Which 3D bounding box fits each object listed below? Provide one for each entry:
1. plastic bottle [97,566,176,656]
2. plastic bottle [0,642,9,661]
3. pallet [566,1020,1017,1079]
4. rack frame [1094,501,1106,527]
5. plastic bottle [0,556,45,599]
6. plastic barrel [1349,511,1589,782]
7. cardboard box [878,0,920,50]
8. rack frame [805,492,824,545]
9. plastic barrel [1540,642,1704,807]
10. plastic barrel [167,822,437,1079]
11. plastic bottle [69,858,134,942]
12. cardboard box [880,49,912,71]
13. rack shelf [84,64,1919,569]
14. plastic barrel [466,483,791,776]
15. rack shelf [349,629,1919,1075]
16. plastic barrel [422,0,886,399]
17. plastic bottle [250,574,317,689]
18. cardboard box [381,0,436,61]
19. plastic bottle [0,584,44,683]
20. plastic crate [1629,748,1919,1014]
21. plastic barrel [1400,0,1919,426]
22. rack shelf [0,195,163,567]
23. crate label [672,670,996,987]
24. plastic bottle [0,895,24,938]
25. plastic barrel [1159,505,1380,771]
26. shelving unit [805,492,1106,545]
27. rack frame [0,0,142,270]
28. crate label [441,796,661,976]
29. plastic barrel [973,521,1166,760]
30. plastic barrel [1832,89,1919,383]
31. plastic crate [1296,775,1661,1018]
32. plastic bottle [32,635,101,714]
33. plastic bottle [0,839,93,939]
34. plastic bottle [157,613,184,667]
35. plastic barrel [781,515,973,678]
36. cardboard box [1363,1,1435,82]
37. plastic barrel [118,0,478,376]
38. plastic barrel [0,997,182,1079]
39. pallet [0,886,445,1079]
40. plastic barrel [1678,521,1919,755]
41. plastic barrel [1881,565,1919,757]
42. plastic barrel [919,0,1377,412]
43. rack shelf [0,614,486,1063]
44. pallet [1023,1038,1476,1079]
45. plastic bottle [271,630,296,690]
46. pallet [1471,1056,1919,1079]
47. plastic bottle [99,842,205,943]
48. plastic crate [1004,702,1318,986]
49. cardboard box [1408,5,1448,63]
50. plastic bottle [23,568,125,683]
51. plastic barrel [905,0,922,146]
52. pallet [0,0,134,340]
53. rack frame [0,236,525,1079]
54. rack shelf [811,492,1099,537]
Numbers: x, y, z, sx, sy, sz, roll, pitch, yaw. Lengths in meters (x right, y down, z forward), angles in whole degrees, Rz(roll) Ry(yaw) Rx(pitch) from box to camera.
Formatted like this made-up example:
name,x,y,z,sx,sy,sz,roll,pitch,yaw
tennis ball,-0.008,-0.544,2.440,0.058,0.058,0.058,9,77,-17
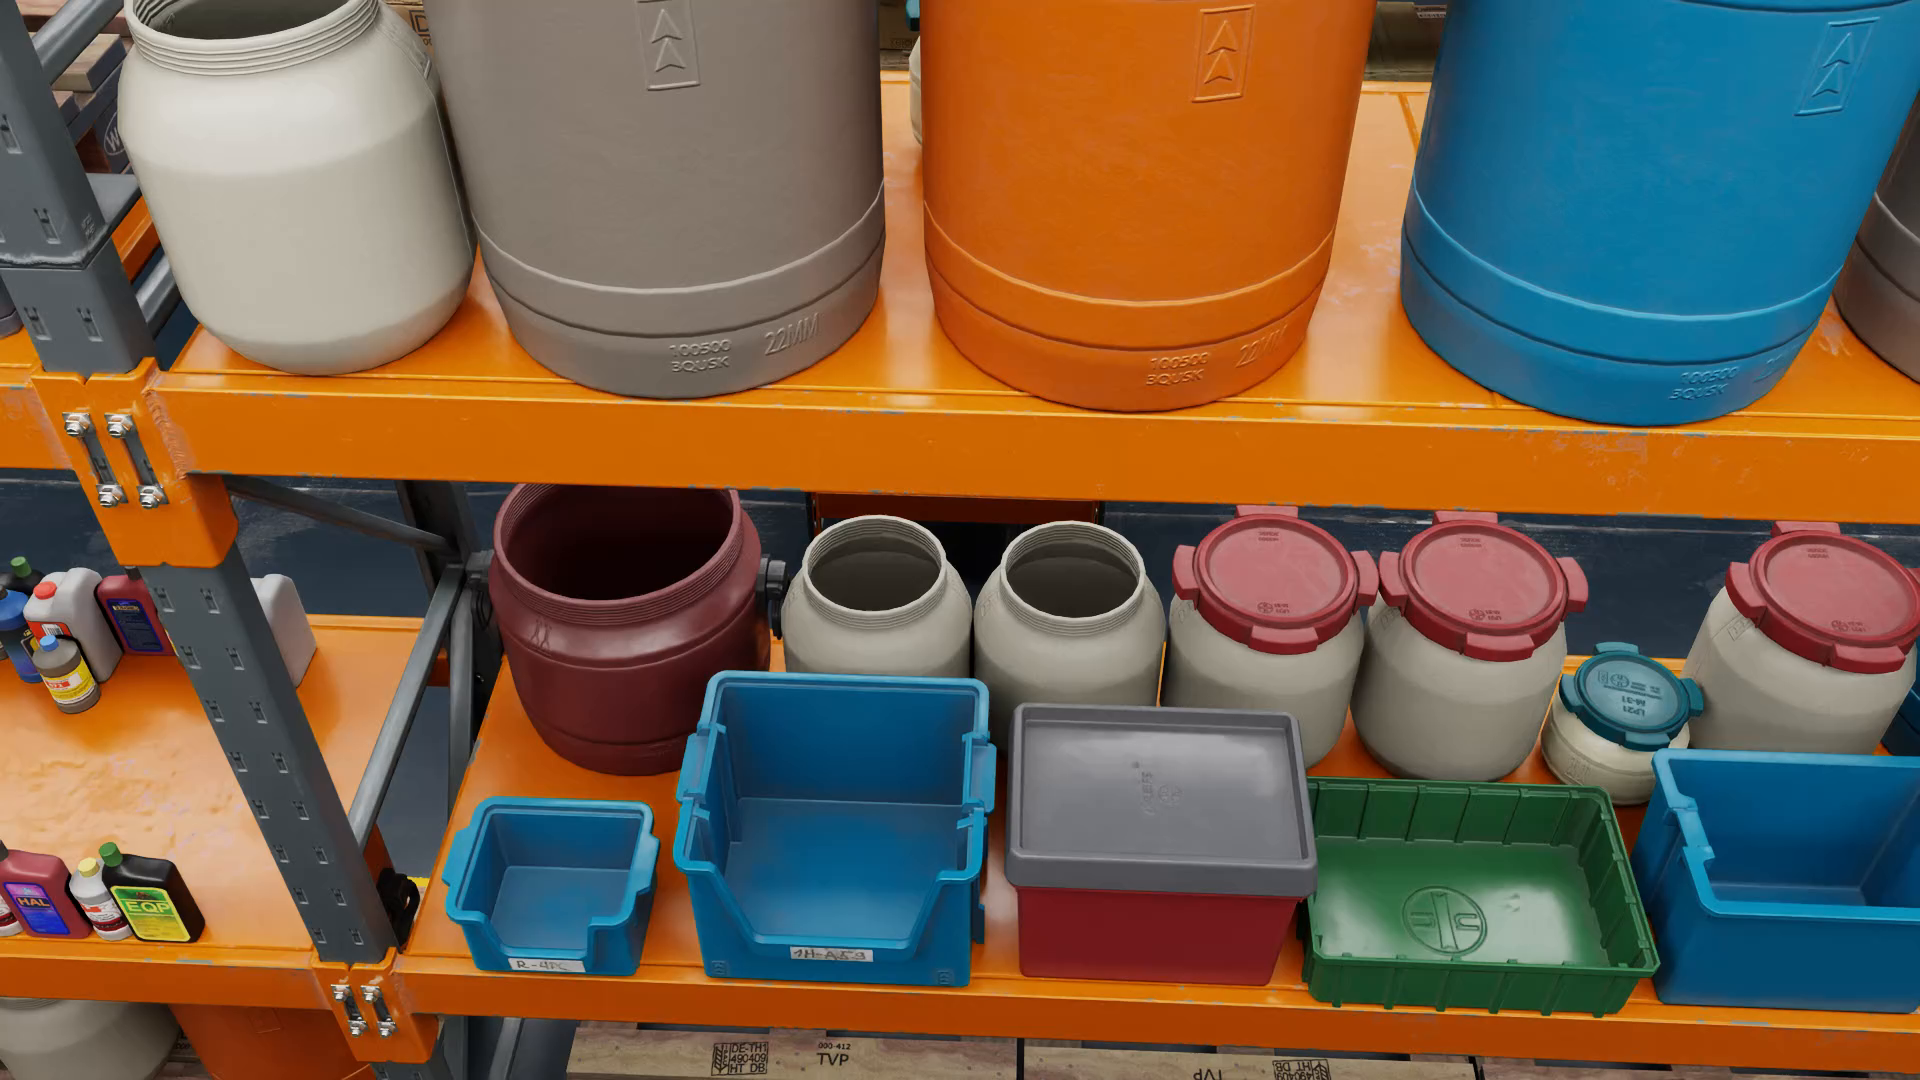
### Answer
name,x,y,z,sx,sy,sz,roll,pitch,yaw
plastic bottle,-1.963,0.160,3.963,0.133,0.283,0.061,2,43,2
plastic bottle,-2.347,0.191,3.990,0.097,0.201,0.097,0,43,0
pallet,-0.447,1.462,4.525,1.213,0.211,1.003,2,43,2
rack frame,0.501,-0.396,5.850,0.032,1.125,0.500,2,43,2
plastic bottle,-2.231,0.152,3.972,0.133,0.283,0.061,2,43,2
plastic barrel,1.098,0.264,3.667,0.433,0.535,0.433,0,43,0
cardboard box,-0.326,-2.501,7.695,0.500,0.250,0.500,3,43,4
rack frame,-0.515,-0.427,5.884,0.032,1.125,0.500,2,43,2
plastic barrel,1.461,0.420,3.700,0.301,0.262,0.301,0,43,0
plastic barrel,-1.709,1.029,4.229,0.708,0.830,0.600,2,43,2
plastic bottle,-1.757,0.727,3.415,0.097,0.201,0.097,0,43,0
cardboard box,-0.326,-2.220,7.944,0.500,0.500,0.700,0,43,0
rack shelf,0.779,-0.381,2.786,4.000,0.370,1.077,2,43,2
plastic barrel,-0.742,0.150,3.788,0.708,0.536,0.600,2,43,2
rack shelf,0.779,0.717,3.808,4.000,0.370,1.077,2,43,2
plastic barrel,-0.409,-0.716,2.250,0.600,0.901,0.600,0,43,0
plastic bottle,-1.637,0.204,3.922,0.135,0.276,0.152,2,43,2
cardboard box,-2.575,-2.425,7.903,0.875,0.875,1.225,2,43,2
plastic bottle,-2.217,0.211,3.918,0.097,0.271,0.097,0,43,0
plastic crate,1.661,0.699,3.311,0.575,0.384,0.392,2,43,2
plastic barrel,0.952,-0.674,2.205,0.708,0.901,0.600,2,43,2
rack shelf,-3.217,-0.504,2.917,4.000,0.370,1.077,2,43,2
crate label,-0.239,0.594,3.386,0.616,0.435,0.502,2,43,2
plastic bottle,-1.988,0.720,3.423,0.097,0.201,0.097,0,43,0
plastic barrel,0.666,0.250,3.681,0.433,0.535,0.433,0,43,0
shelving unit,-0.007,-0.412,5.867,1.048,1.125,0.538,2,43,2
rack frame,-1.219,-1.803,1.584,0.127,3.000,1.000,2,43,2
crate label,-0.815,0.721,3.398,0.416,0.233,0.303,2,43,2
plastic barrel,0.239,0.250,3.699,0.421,0.512,0.421,0,43,0
plastic barrel,1.605,-0.654,2.183,0.600,0.901,0.600,0,43,0
plastic crate,1.024,0.731,3.420,0.662,0.188,0.450,2,43,2
plastic bottle,-2.086,0.303,3.870,0.097,0.201,0.097,0,43,0
plastic bottle,-1.873,0.706,3.378,0.133,0.283,0.061,2,43,2
plastic bottle,-1.849,0.206,3.974,0.097,0.201,0.097,0,43,0
plastic barrel,-0.182,0.237,3.713,0.421,0.512,0.421,0,43,0
cardboard box,1.912,-2.165,7.885,0.500,0.500,0.700,2,43,2
plastic barrel,-0.923,-0.528,2.334,0.421,0.512,0.421,0,43,0
plastic barrel,-2.277,1.189,4.291,0.421,0.512,0.421,0,43,0
pallet,-2.009,1.416,4.575,1.213,0.211,1.003,2,43,2
plastic barrel,1.831,0.286,3.642,0.433,0.535,0.433,0,43,0
plastic barrel,2.404,0.113,3.560,0.708,0.901,0.600,2,43,2
plastic barrel,0.245,-0.670,2.253,0.708,0.830,0.600,2,43,2
rack shelf,-3.217,0.594,3.940,4.000,0.370,1.077,2,43,2
pallet,0.768,1.502,4.483,1.213,0.211,1.003,2,43,2
plastic bottle,-1.644,0.307,3.810,0.135,0.276,0.152,2,43,2
pallet,1.990,1.537,4.445,1.213,0.211,1.003,2,43,2
plastic bottle,-1.643,0.713,3.370,0.133,0.283,0.061,2,43,2
plastic crate,0.381,0.626,3.330,0.583,0.464,0.402,2,43,2
cardboard box,2.387,-2.138,7.855,0.500,0.500,0.700,-1,43,-1
plastic bottle,-2.099,0.190,3.937,0.135,0.276,0.152,2,43,2
plastic barrel,0.062,-0.775,2.782,0.301,0.262,0.301,0,43,0
pallet,-1.979,-0.727,2.767,1.213,0.211,1.003,2,43,2
rack frame,-1.219,0.392,3.629,0.127,3.000,1.000,2,43,2
rack shelf,-0.007,-0.233,6.033,1.000,0.278,0.538,2,43,2
